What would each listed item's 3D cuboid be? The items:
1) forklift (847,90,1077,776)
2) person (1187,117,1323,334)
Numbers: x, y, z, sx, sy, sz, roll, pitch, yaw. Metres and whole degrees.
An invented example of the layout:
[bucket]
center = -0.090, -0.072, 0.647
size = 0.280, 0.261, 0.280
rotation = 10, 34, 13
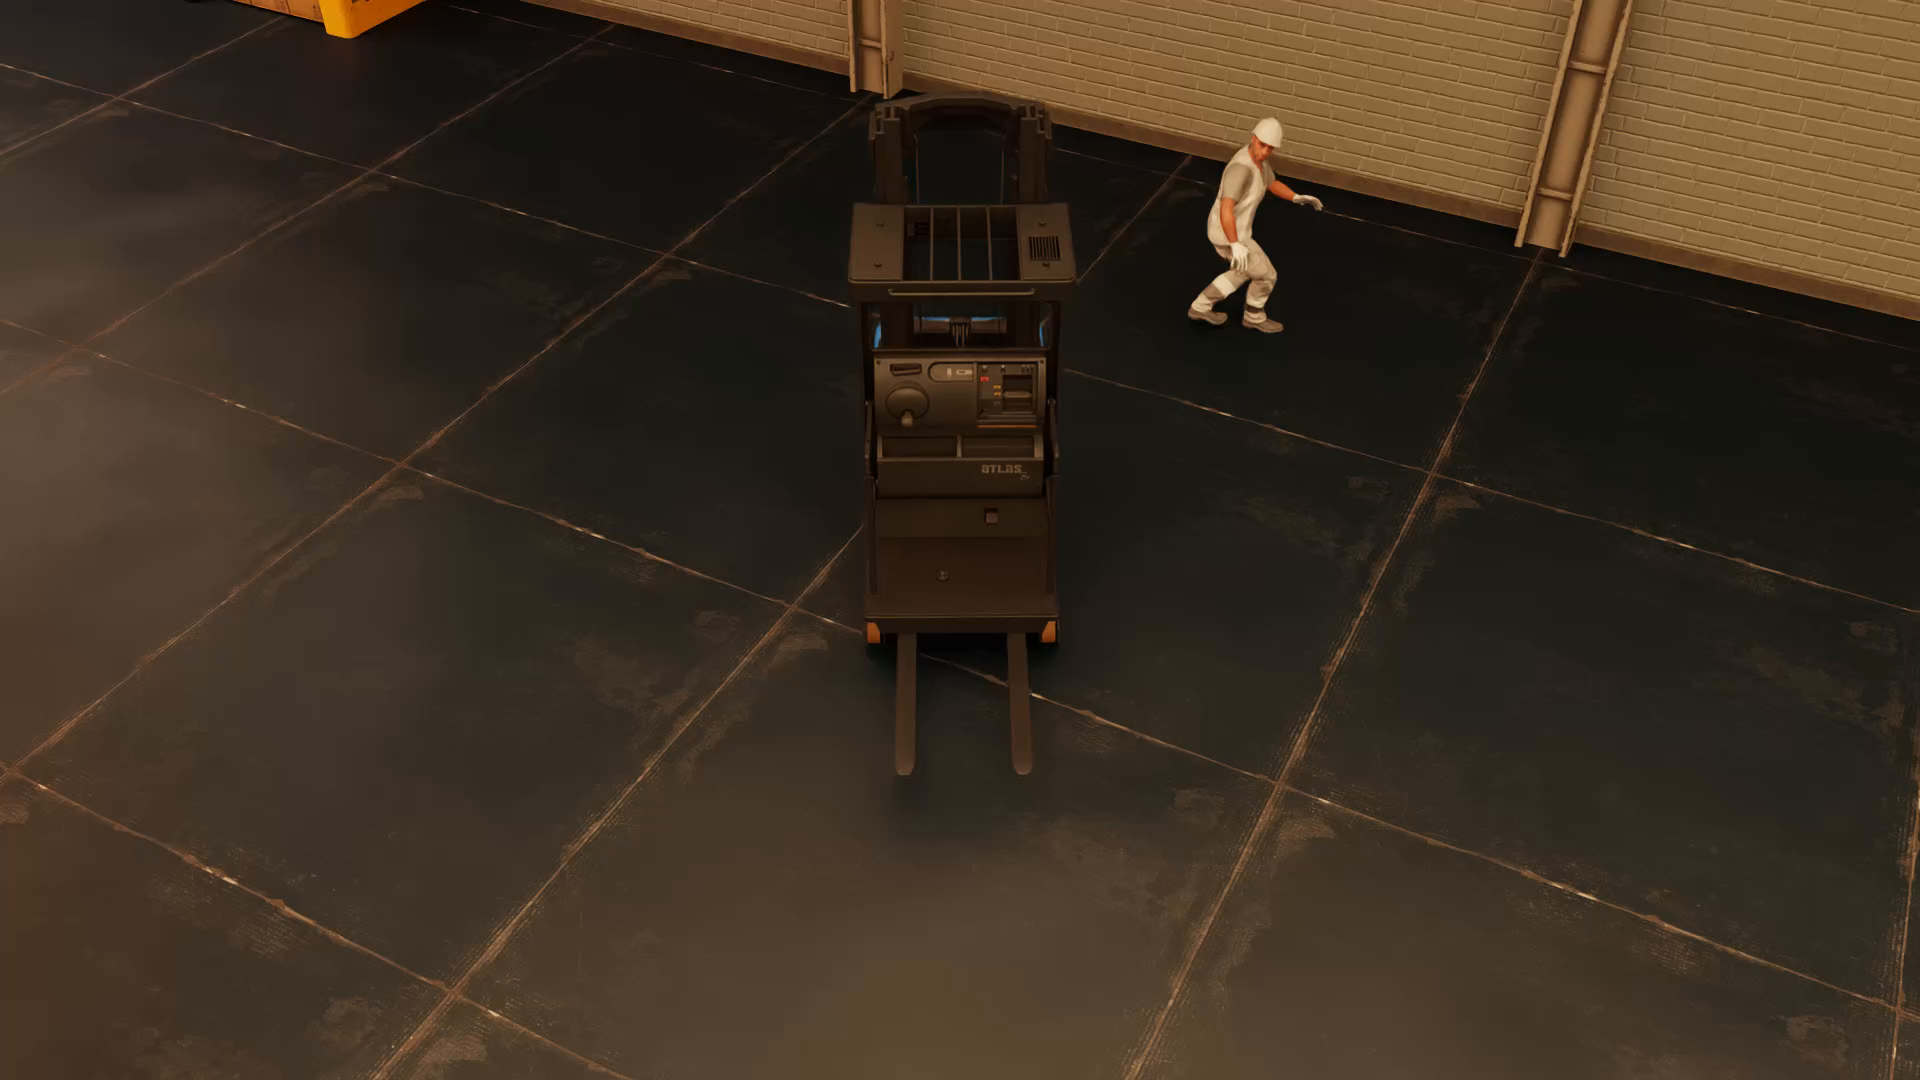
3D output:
[forklift]
center = 0.006, -0.728, 8.851
size = 1.130, 2.935, 3.031
rotation = 0, 40, 0
[person]
center = 2.056, -2.087, 11.470
size = 0.855, 1.643, 0.894
rotation = 5, 40, 6
